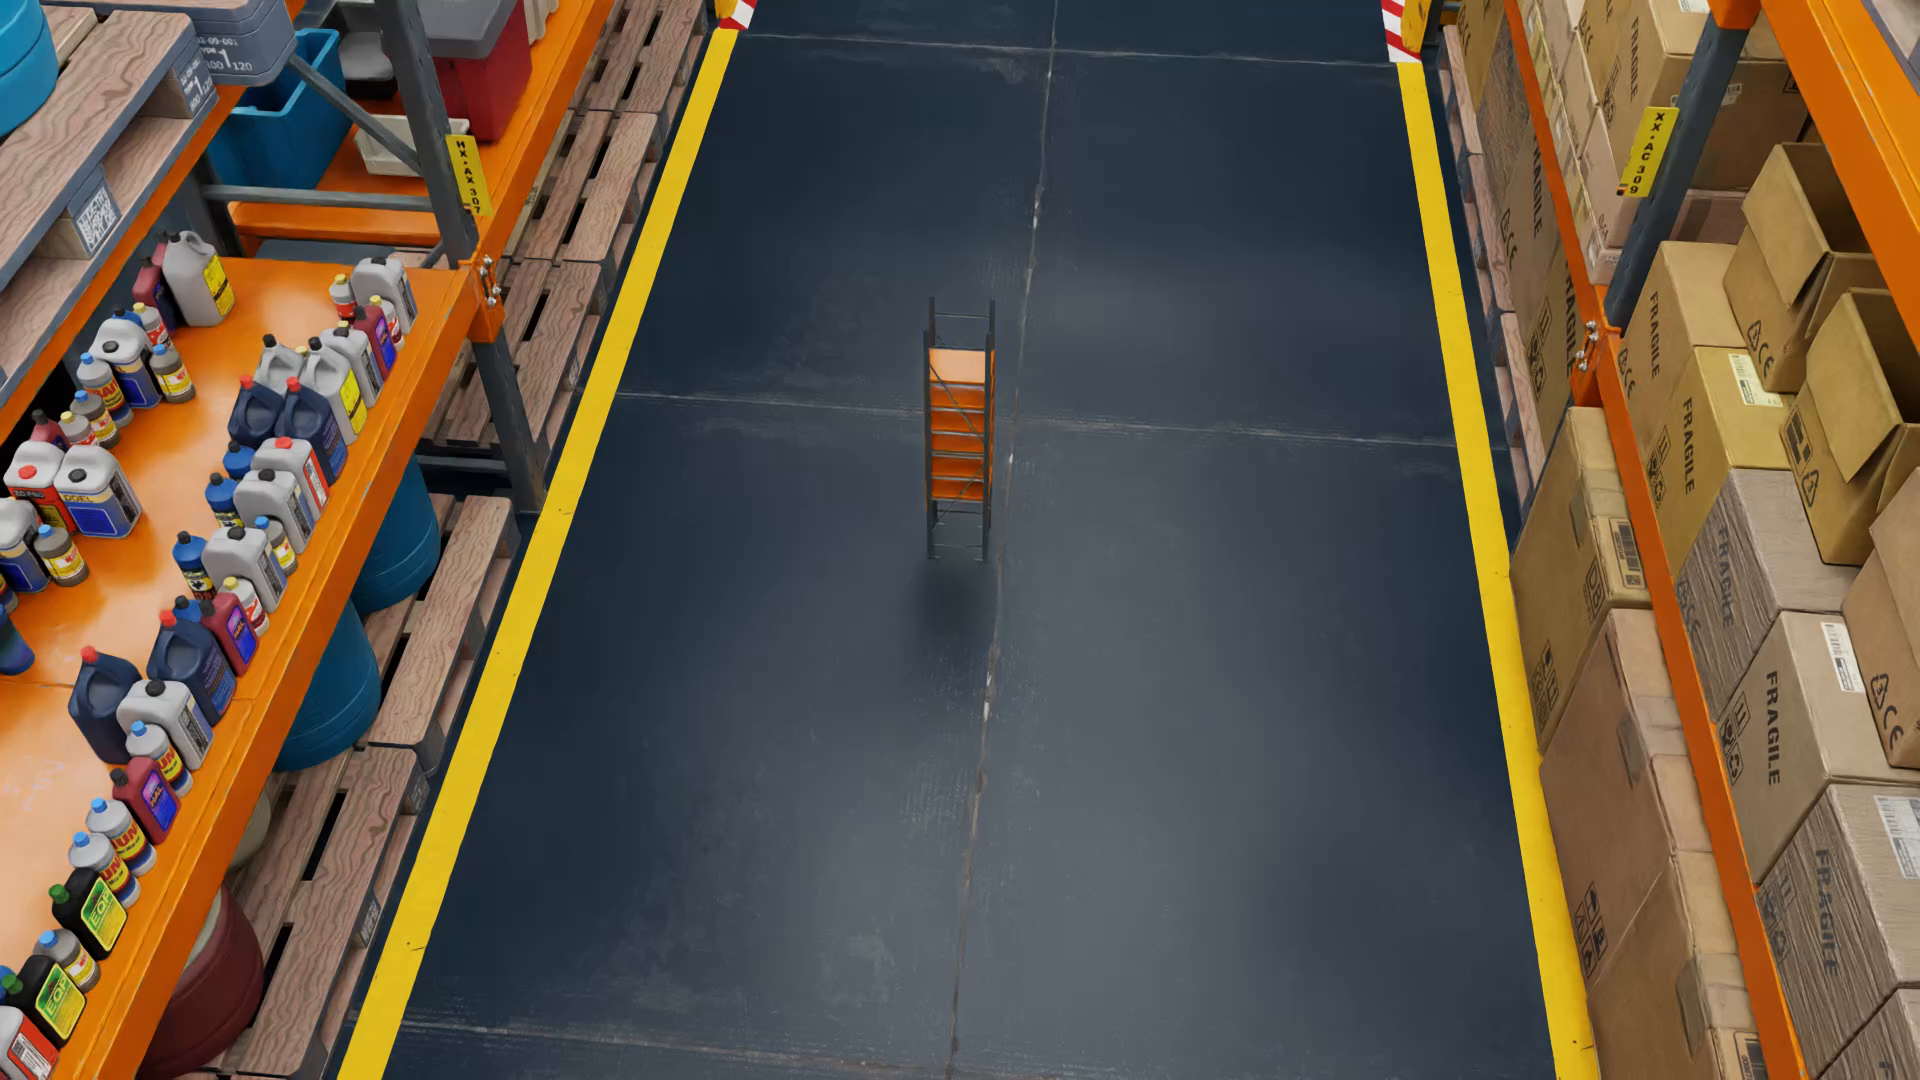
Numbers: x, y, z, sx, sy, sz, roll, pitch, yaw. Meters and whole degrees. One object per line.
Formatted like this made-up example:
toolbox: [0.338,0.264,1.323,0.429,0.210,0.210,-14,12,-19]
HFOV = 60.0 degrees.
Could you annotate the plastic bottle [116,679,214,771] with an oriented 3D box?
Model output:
plastic bottle: [-2.103,0.474,4.393,0.152,0.276,0.135,4,48,4]

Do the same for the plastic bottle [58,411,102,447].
plastic bottle: [-2.737,-0.315,5.166,0.097,0.201,0.097,0,48,0]

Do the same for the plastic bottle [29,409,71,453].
plastic bottle: [-2.765,-0.259,5.059,0.061,0.283,0.133,4,48,4]

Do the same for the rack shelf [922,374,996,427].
rack shelf: [-0.001,-0.526,6.179,0.258,0.103,0.180,4,48,4]

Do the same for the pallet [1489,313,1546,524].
pallet: [2.853,-0.471,7.064,1.003,0.211,1.213,4,48,4]

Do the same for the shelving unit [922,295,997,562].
shelving unit: [-0.001,-0.394,6.323,0.258,1.200,0.189,4,48,4]

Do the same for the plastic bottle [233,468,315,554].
plastic bottle: [-2.032,-0.100,4.919,0.152,0.276,0.135,4,48,4]

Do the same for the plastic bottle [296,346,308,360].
plastic bottle: [-2.099,-0.539,5.371,0.097,0.201,0.097,0,48,0]

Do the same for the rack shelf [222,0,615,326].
rack shelf: [-2.044,-2.418,7.443,1.077,0.370,4.000,4,48,4]

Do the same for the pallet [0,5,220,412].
pallet: [-2.301,-0.724,3.501,1.003,0.211,1.213,4,48,4]

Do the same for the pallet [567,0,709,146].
pallet: [-1.975,-2.586,8.998,1.003,0.211,1.213,4,48,4]

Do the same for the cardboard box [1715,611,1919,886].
cardboard box: [2.283,0.546,4.176,0.500,0.500,0.500,5,48,4]

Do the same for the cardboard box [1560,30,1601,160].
cardboard box: [2.530,-1.631,6.135,0.500,0.250,0.500,5,48,5]

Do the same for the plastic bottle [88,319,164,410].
plastic bottle: [-2.681,-0.566,5.345,0.152,0.276,0.135,4,48,4]

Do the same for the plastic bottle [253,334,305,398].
plastic bottle: [-2.128,-0.487,5.222,0.144,0.351,0.185,4,48,4]

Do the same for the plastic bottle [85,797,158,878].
plastic bottle: [-2.107,0.732,4.160,0.097,0.271,0.097,0,48,0]

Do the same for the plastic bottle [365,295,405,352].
plastic bottle: [-1.923,-0.726,5.542,0.097,0.201,0.097,0,48,0]

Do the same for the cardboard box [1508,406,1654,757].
cardboard box: [2.668,0.189,5.726,1.225,0.875,0.875,4,48,4]

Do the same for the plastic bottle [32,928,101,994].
plastic bottle: [-2.137,0.997,3.966,0.097,0.201,0.097,0,48,0]

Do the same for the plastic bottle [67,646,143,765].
plastic bottle: [-2.248,0.421,4.392,0.144,0.351,0.185,4,48,4]

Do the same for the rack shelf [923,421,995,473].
rack shelf: [-0.001,-0.364,6.356,0.258,0.103,0.180,4,48,4]

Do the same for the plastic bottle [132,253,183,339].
plastic bottle: [-2.697,-0.813,5.566,0.061,0.283,0.133,4,48,4]

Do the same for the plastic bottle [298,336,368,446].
plastic bottle: [-1.984,-0.477,5.213,0.144,0.351,0.185,4,48,4]

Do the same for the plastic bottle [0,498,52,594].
plastic bottle: [-2.753,0.016,4.813,0.152,0.276,0.135,4,48,4]

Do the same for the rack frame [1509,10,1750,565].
rack frame: [2.706,-0.858,5.528,1.000,3.000,0.127,4,48,4]

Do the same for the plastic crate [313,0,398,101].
plastic crate: [-2.392,-1.960,6.681,0.437,0.125,0.590,4,48,4]

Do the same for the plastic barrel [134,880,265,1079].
plastic barrel: [-2.460,1.229,4.968,0.600,0.588,0.708,4,48,4]

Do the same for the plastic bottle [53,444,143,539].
plastic bottle: [-2.581,-0.145,4.959,0.152,0.276,0.135,4,48,4]

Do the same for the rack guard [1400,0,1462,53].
rack guard: [3.073,-2.972,9.155,1.175,0.500,0.348,4,48,4]

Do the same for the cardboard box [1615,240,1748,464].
cardboard box: [2.415,-0.571,5.198,0.500,0.500,0.500,4,48,4]

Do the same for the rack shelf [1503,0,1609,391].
rack shelf: [2.889,-2.085,7.138,1.077,0.370,4.000,4,48,4]

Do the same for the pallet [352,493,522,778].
pallet: [-2.338,0.314,6.346,1.003,0.211,1.213,4,48,4]

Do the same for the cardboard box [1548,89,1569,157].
cardboard box: [2.478,-1.587,6.364,0.380,0.149,0.250,5,48,4]

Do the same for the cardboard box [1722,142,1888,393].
cardboard box: [2.656,-0.761,4.691,0.797,0.503,0.637,3,48,3]

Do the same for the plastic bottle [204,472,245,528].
plastic bottle: [-2.158,-0.094,4.916,0.097,0.271,0.097,0,48,0]

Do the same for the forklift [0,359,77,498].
forklift: [-5.404,-1.354,6.028,3.031,2.935,1.130,4,48,4]

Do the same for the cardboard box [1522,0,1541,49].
cardboard box: [2.549,-2.151,6.881,0.380,0.149,0.250,5,48,4]

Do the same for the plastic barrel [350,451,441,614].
plastic barrel: [-2.293,-0.226,6.088,0.600,0.901,0.708,4,48,4]

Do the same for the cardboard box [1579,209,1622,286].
cardboard box: [2.408,-1.020,5.846,0.380,0.149,0.250,4,48,4]

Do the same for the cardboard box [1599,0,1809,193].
cardboard box: [2.482,-1.517,5.523,0.500,0.500,0.500,5,48,5]

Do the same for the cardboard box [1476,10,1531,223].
cardboard box: [3.009,-2.078,7.799,0.875,0.875,0.875,4,48,4]

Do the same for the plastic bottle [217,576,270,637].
plastic bottle: [-2.036,0.182,4.711,0.097,0.201,0.097,0,48,0]

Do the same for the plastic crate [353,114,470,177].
plastic crate: [-2.041,-1.455,6.212,0.396,0.136,0.243,4,48,4]

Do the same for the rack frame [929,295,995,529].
rack frame: [0.007,-0.462,6.385,0.240,1.200,0.006,4,48,4]
